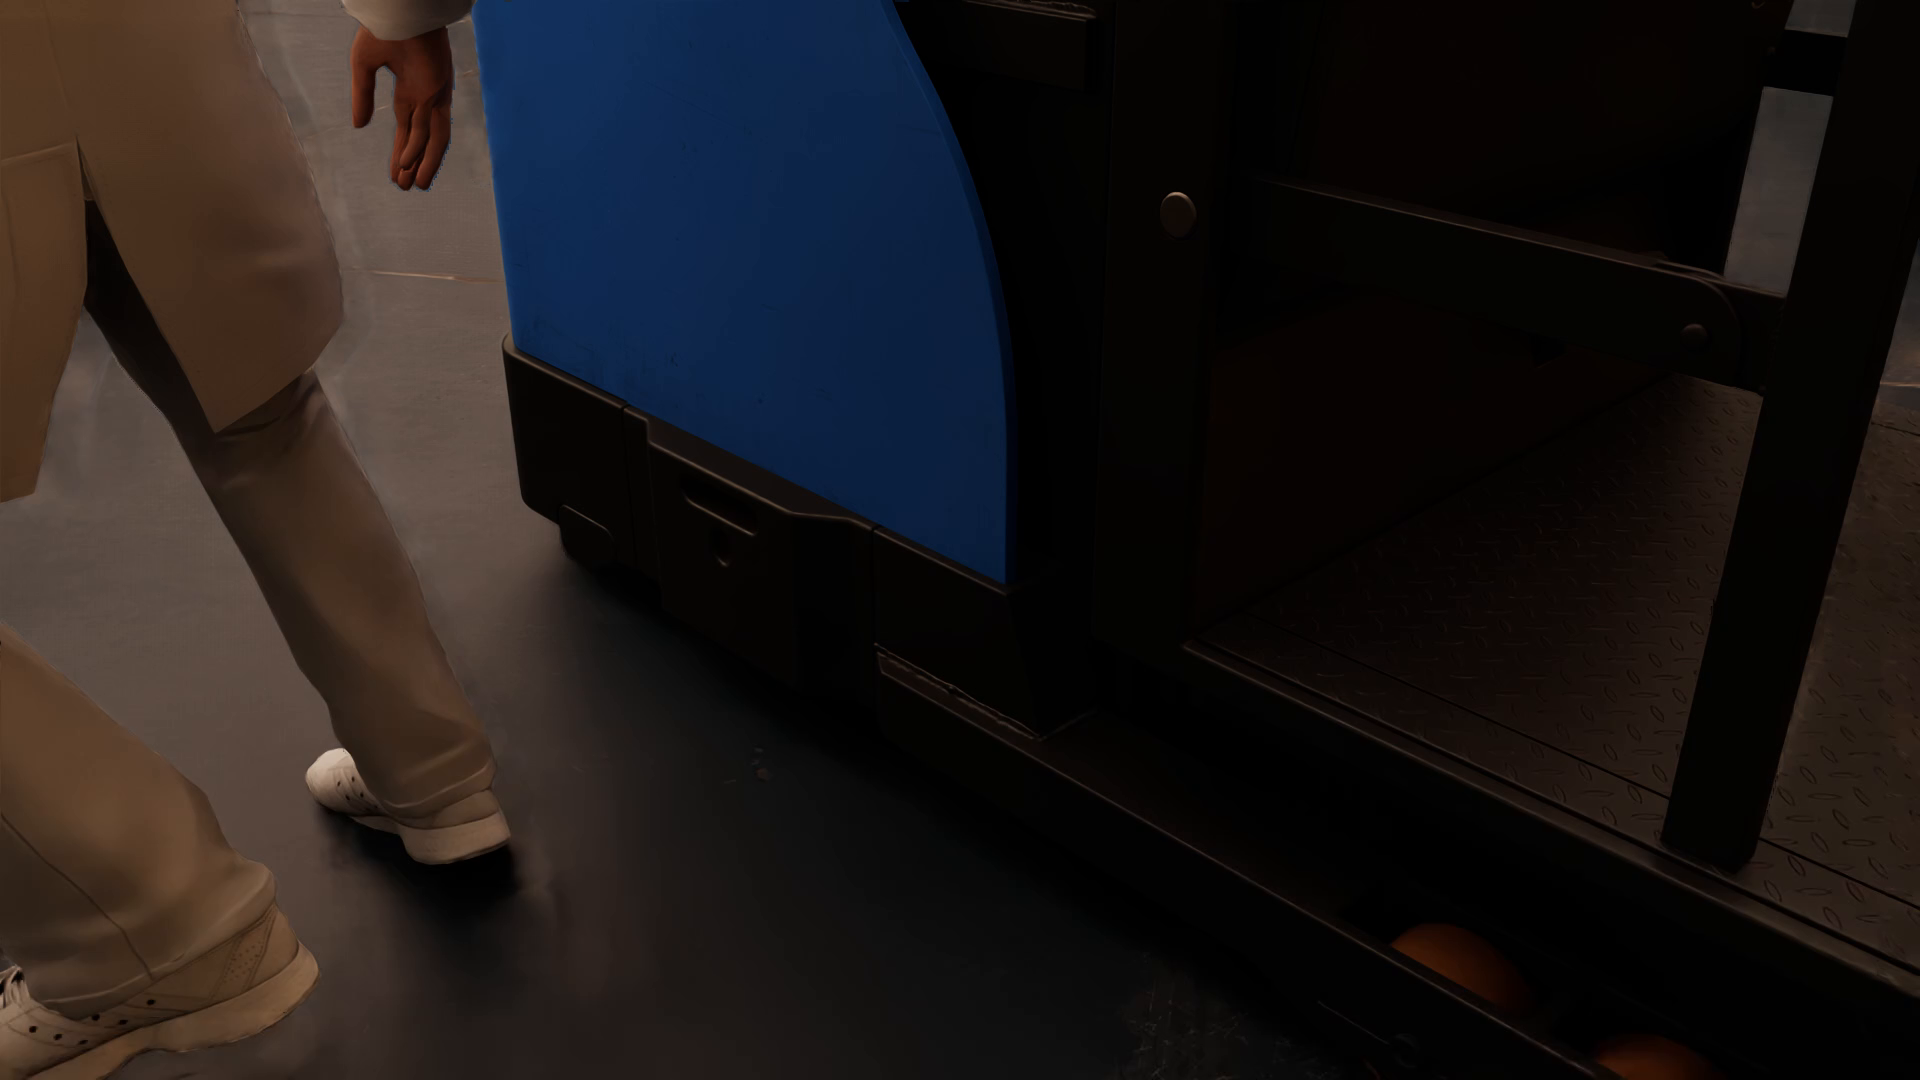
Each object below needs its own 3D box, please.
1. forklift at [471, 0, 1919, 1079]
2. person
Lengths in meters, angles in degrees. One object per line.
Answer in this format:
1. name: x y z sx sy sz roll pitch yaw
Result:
1. forklift: 0.729 -0.996 1.219 1.130 2.935 3.031 -23 35 -38
2. person: -0.739 -0.336 1.333 0.474 1.750 0.861 20 33 34
